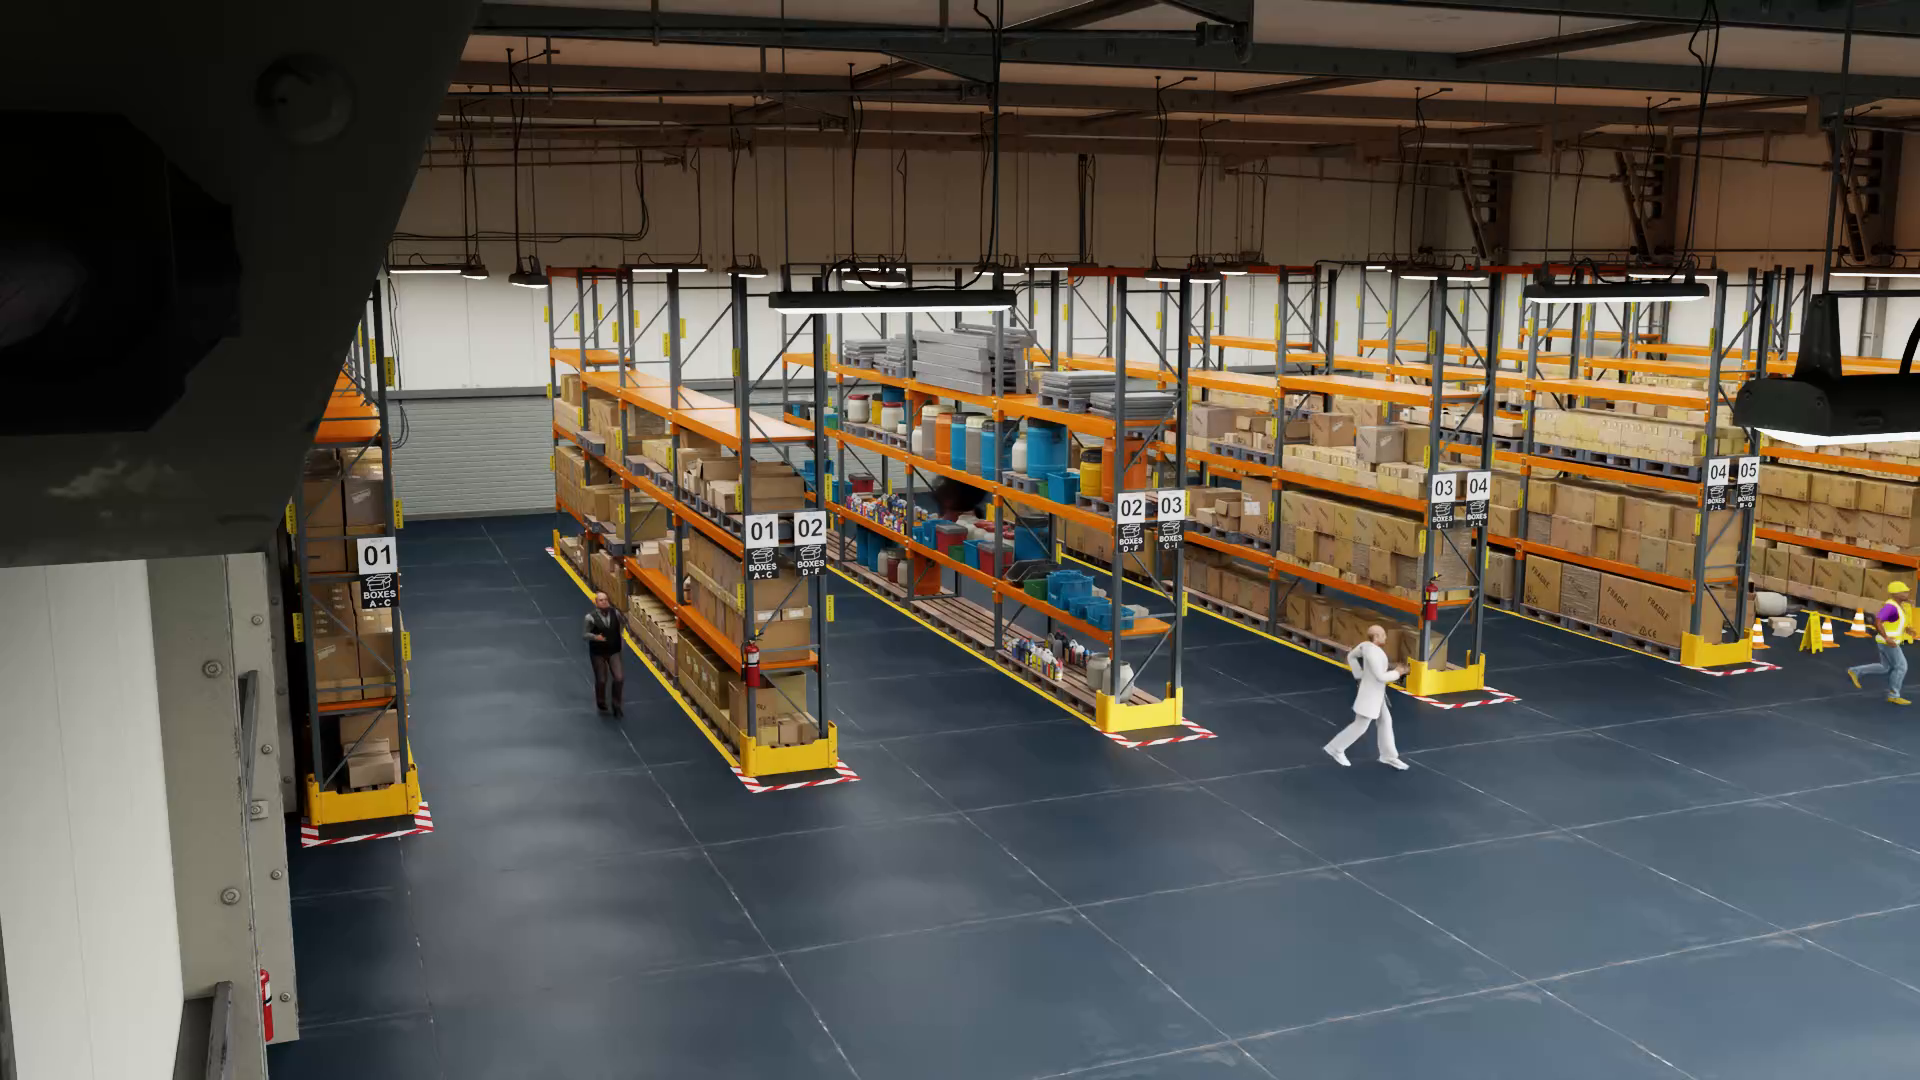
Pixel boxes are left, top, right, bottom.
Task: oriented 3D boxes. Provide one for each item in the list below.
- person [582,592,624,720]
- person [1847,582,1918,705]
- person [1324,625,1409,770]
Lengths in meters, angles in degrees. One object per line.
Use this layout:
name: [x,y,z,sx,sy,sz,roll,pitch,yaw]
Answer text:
person: [-4.830,1.587,22.676,0.635,1.767,0.756,-4,11,-24]
person: [13.035,1.428,23.487,0.845,1.735,0.682,6,12,32]
person: [5.002,1.920,20.341,1.033,1.797,0.690,2,10,10]
